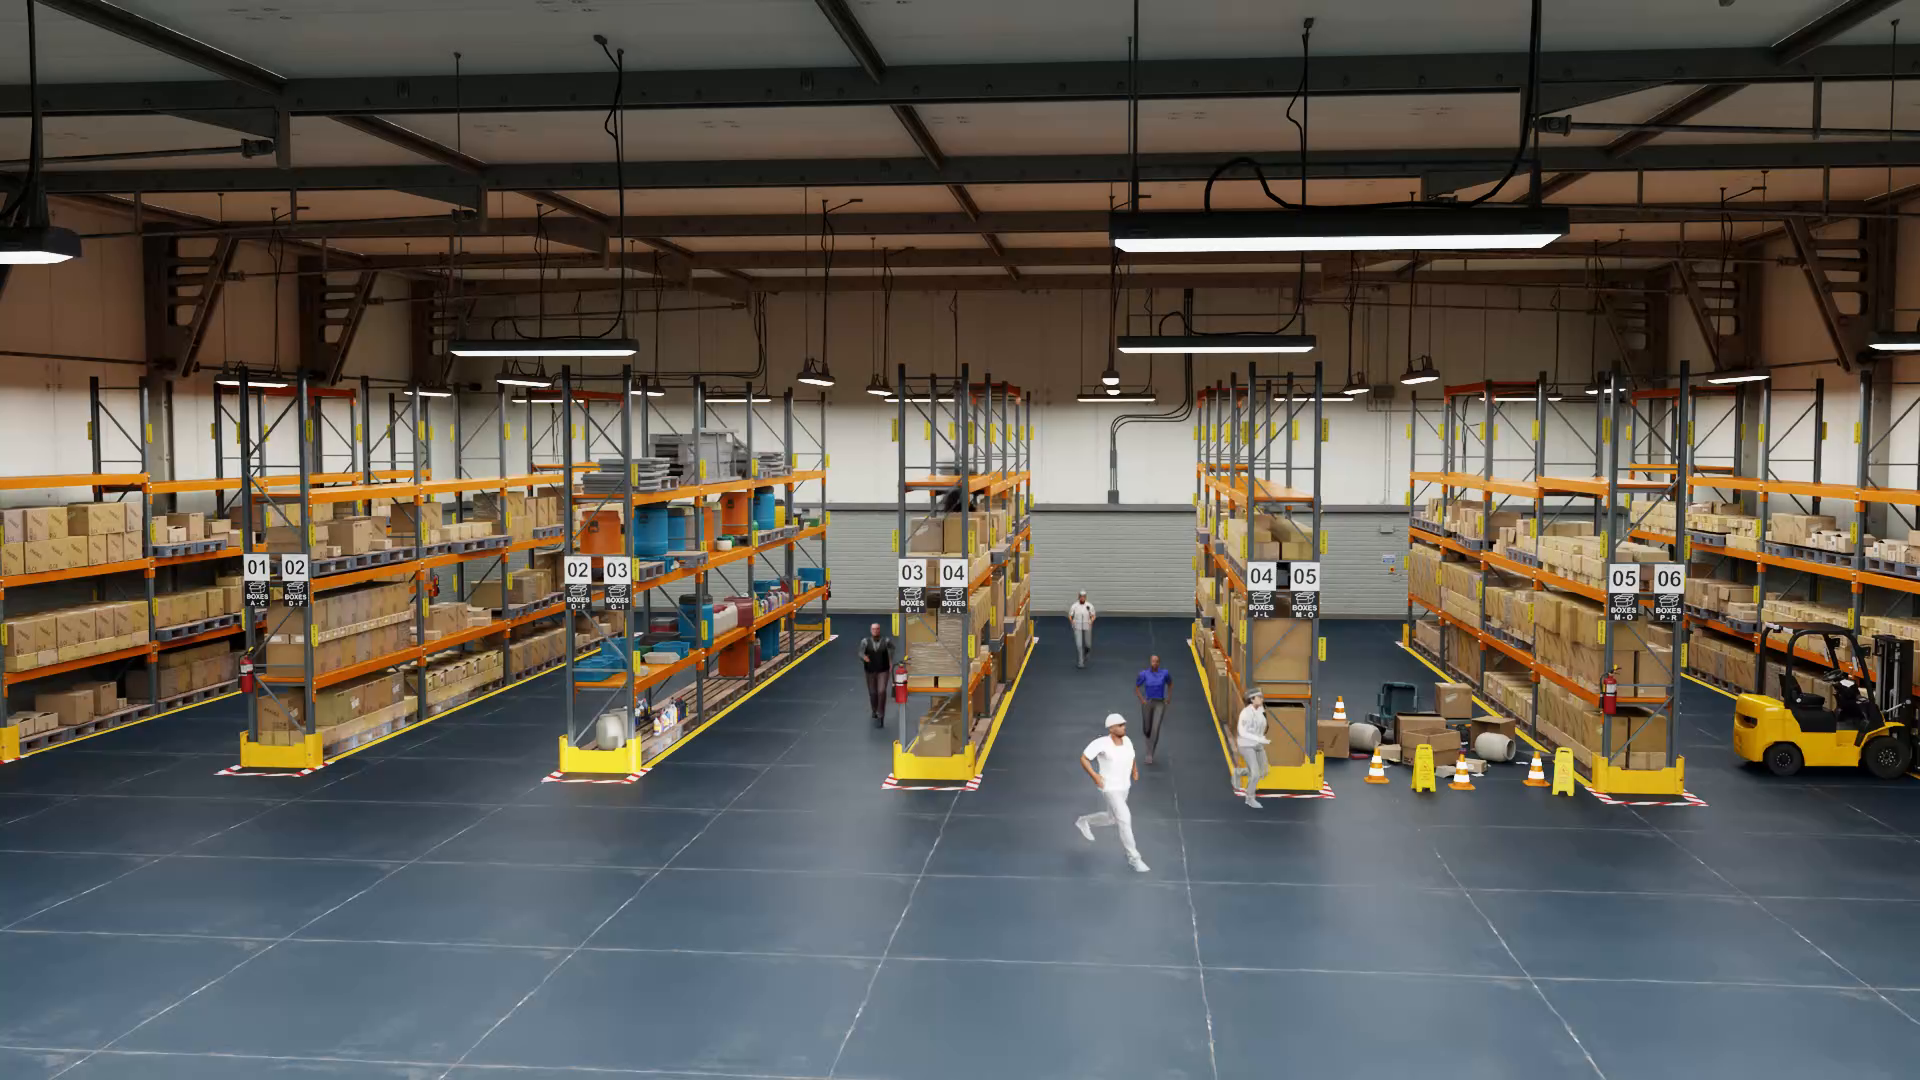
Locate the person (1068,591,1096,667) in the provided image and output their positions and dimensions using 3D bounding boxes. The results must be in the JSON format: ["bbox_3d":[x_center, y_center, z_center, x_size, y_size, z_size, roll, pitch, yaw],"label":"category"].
[{"bbox_3d":[2.618,1.903,35.714,0.605,1.615,0.559,0,4,1],"label":"person"}]

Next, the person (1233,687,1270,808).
[{"bbox_3d":[3.927,2.769,22.288,0.638,1.649,0.652,4,5,44],"label":"person"}]

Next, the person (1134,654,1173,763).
[{"bbox_3d":[2.989,2.560,25.623,0.600,1.641,0.802,0,4,4],"label":"person"}]

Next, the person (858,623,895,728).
[{"bbox_3d":[-1.446,2.336,28.666,0.610,1.672,0.877,0,4,6],"label":"person"}]

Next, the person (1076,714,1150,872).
[{"bbox_3d":[1.789,2.895,19.373,1.141,1.775,0.666,3,5,41],"label":"person"}]
